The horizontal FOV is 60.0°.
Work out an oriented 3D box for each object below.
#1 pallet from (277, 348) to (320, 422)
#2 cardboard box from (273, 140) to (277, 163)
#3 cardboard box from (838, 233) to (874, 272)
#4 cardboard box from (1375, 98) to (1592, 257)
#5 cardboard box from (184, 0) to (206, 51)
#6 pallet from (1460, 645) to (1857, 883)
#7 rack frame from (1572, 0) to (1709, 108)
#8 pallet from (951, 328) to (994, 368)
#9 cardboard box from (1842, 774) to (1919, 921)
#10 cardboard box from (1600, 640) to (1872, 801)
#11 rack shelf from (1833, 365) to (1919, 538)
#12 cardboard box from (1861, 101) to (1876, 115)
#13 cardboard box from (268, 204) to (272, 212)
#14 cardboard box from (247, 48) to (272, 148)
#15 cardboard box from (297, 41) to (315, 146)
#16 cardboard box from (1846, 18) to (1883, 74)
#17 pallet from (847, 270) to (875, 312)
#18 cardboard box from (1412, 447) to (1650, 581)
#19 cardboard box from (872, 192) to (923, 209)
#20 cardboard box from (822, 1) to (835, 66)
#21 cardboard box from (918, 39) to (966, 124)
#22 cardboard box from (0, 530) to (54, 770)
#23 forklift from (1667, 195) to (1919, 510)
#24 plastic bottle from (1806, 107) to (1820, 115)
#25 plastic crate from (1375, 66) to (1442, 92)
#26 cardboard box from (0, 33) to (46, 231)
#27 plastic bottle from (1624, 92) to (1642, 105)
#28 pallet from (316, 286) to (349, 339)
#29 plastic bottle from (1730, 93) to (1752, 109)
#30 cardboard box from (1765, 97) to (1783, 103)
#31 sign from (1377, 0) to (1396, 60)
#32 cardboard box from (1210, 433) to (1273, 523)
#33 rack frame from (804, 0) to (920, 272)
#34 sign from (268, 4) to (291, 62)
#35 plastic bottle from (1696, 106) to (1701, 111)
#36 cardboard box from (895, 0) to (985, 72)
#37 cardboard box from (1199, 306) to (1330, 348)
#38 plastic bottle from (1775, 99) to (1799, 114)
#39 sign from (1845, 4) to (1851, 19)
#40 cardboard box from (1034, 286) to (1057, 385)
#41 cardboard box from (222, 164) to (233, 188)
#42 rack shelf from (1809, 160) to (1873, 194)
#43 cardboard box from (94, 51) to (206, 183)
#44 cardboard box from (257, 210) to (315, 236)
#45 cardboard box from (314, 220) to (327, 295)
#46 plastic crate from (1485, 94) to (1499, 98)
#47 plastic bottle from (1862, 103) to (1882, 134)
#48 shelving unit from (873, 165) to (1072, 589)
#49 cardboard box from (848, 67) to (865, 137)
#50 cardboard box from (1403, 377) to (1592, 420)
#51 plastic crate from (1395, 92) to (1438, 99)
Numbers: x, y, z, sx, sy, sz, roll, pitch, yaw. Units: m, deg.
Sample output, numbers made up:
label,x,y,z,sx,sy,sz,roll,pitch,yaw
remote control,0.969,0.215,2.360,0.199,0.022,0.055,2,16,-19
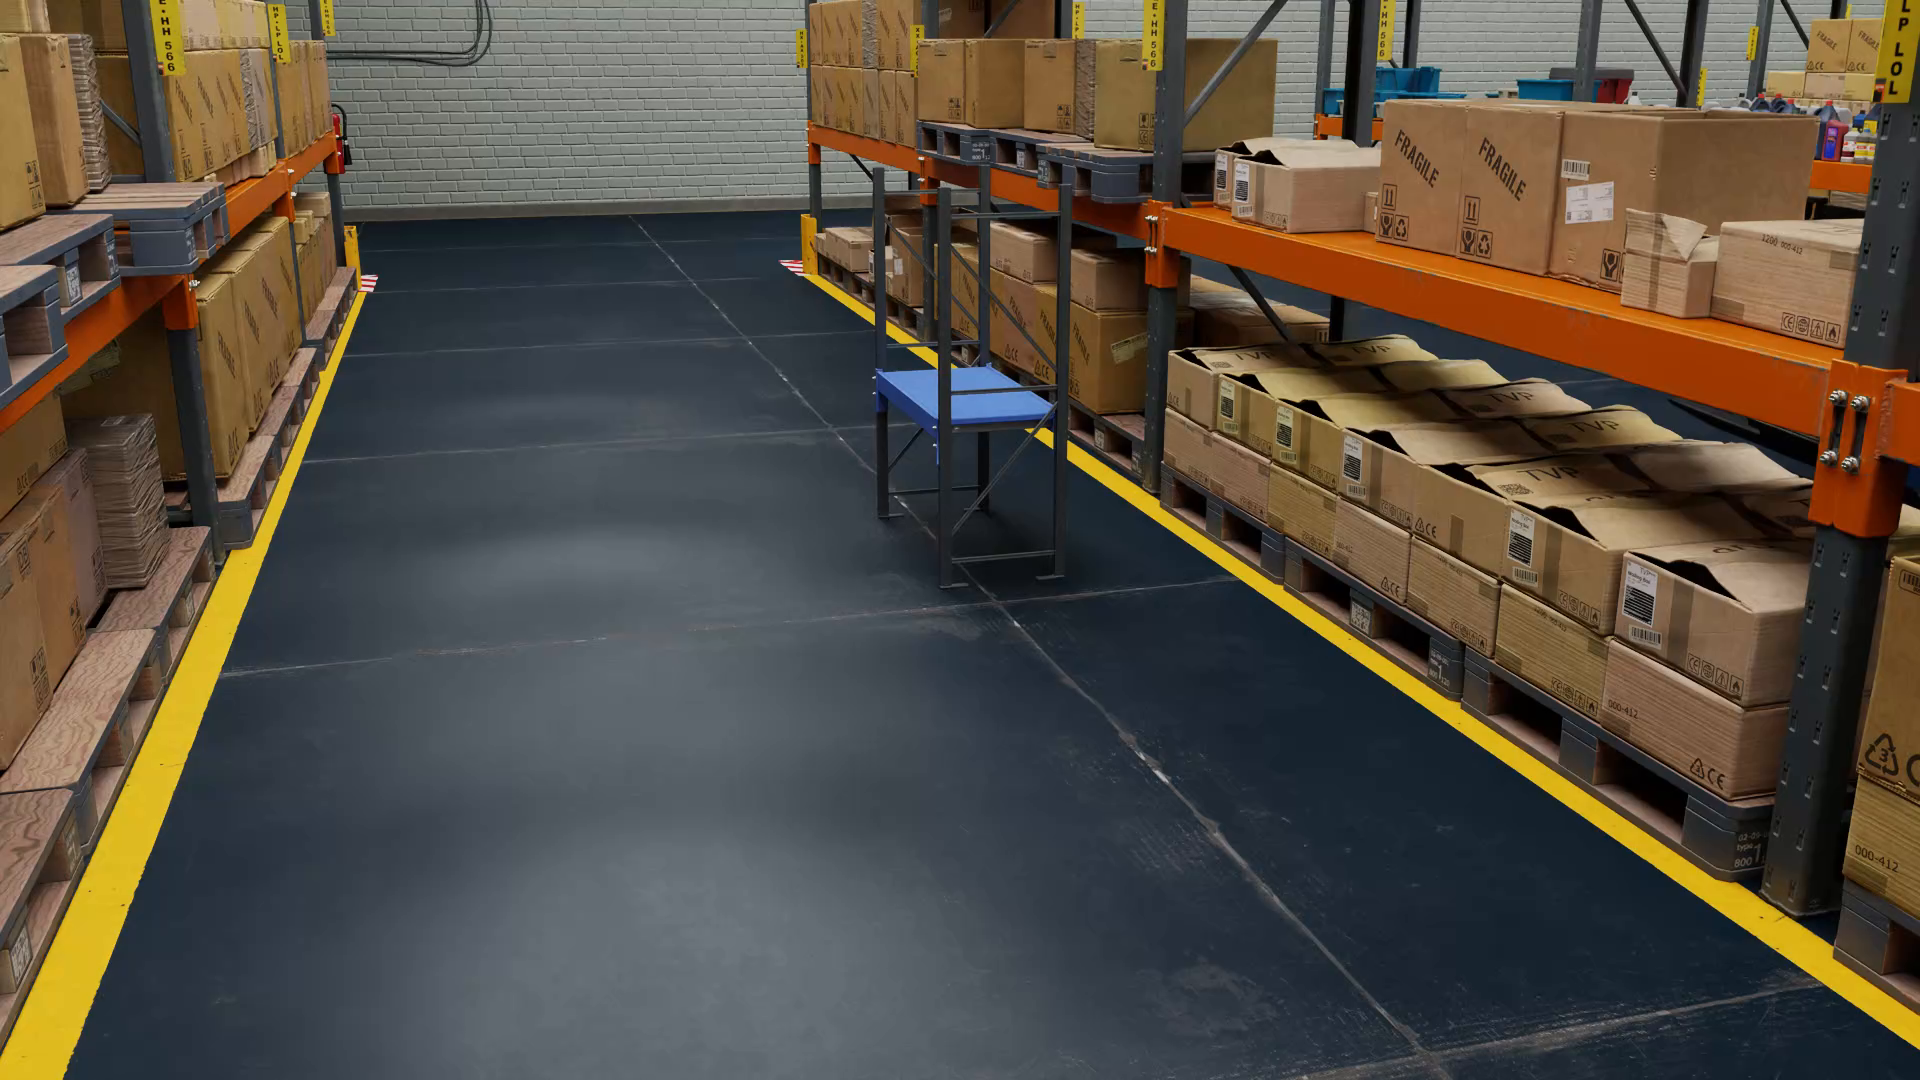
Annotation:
label,x,y,z,sx,sy,sz,roll,pitch,yaw
pallet,-4.232,-0.866,9.469,1.003,0.211,1.213,-5,17,-15
cardboard box,-4.151,-2.227,9.555,0.380,0.149,0.250,-5,17,-15
cardboard box,-0.702,-2.353,13.585,0.500,0.250,0.500,-5,17,-15
cardboard box,1.822,-1.280,5.827,0.500,0.500,0.500,-6,18,-18
cardboard box,-3.442,-2.156,6.888,0.500,0.250,0.500,-5,17,-16
pallet,2.204,0.546,4.768,1.003,0.211,1.213,-5,17,-15
rack frame,5.009,-3.192,12.366,1.000,3.000,0.127,-5,17,-15
pallet,0.506,-1.244,10.728,1.003,0.211,1.213,-5,17,-15
cardboard box,2.280,0.679,3.527,0.500,0.250,0.500,-5,17,-15
cardboard box,2.052,0.435,4.339,0.500,0.250,0.500,-5,17,-16
rack shelf,2.994,0.309,1.961,1.077,0.370,4.000,-5,17,-15
cardboard box,8.808,-4.090,15.792,0.380,0.149,0.250,-5,17,-16
cardboard box,-5.345,-2.454,12.395,0.380,0.149,0.250,-5,17,-15
cardboard box,-3.997,-2.361,8.872,0.500,0.500,0.500,-5,17,-15
cardboard box,-5.054,-3.107,11.560,0.980,0.700,0.700,-6,18,-18
cardboard box,8.830,-4.685,15.775,0.500,0.500,0.500,-5,17,-17
pallet,-0.281,-1.994,13.225,1.003,0.211,1.213,-5,17,-15
cardboard box,1.773,-0.113,5.188,0.500,0.311,0.500,-5,17,-15
cardboard box,-0.467,-2.791,14.609,0.500,0.500,0.500,-5,17,-15
cardboard box,-0.834,-4.147,13.633,0.500,0.500,0.500,-5,17,-15
cardboard box,0.161,-2.902,10.496,0.700,0.500,0.500,-12,20,-34
cardboard box,-2.828,0.305,4.304,0.700,0.500,0.500,-4,17,-15
forklift,4.183,-1.507,6.874,1.130,2.935,3.031,-2,17,-7
plastic bottle,5.704,-2.772,11.181,0.152,0.276,0.135,-5,17,-15
plastic crate,4.182,-4.267,15.776,0.616,0.435,0.499,-5,17,-15
cardboard box,-2.914,-1.089,4.426,0.700,0.500,0.500,-5,17,-15
plastic bottle,4.806,-3.035,11.926,0.144,0.351,0.185,-5,17,-15
pallet,-4.989,-1.628,12.006,1.003,0.211,1.213,-5,17,-15
plastic bottle,5.438,-2.929,11.575,0.144,0.351,0.185,-5,17,-15
cardboard box,8.453,-4.446,16.975,0.380,0.149,0.250,-4,17,-15
sign,1.878,-2.295,7.365,0.100,0.325,0.005,-5,17,-15
cardboard box,1.346,-0.273,6.695,0.500,0.250,0.500,-5,17,-17
rack frame,-0.854,-3.908,14.749,1.000,3.000,0.127,-5,17,-15
sign,-3.997,-2.971,9.755,0.100,0.325,0.005,-5,17,-15
plastic bottle,4.944,-2.756,11.115,0.061,0.283,0.133,-5,17,-15
cardboard box,-0.142,-3.448,11.305,0.500,0.500,0.500,-5,17,-15
cardboard box,1.495,-0.857,8.173,0.500,0.500,0.500,-4,17,-13
plastic bottle,5.182,-2.592,10.453,0.144,0.351,0.185,-5,17,-15
sign,9.198,-5.397,17.282,0.100,0.325,0.005,-5,17,-15
cardboard box,0.720,-1.092,8.955,0.500,0.500,0.500,-5,18,-17
cardboard box,-3.782,-1.798,8.126,0.380,0.149,0.250,-4,17,-14
rack shelf,5.559,-2.295,10.628,1.077,0.370,4.000,-5,17,-15
cardboard box,-3.304,-1.657,6.530,0.500,0.500,0.500,-4,17,-14
cardboard box,-4.685,-2.192,11.524,0.380,0.149,0.250,-5,17,-17
cardboard box,-5.051,-2.056,12.199,0.700,0.500,0.500,-5,18,-17
plastic crate,4.721,-3.700,14.241,0.416,0.233,0.300,-5,17,-15
plastic bottle,5.770,-2.586,10.434,0.144,0.351,0.185,-5,17,-15
shelving unit,0.023,-0.695,6.658,0.538,1.500,1.048,-5,17,-15
cardboard box,-0.567,-3.393,12.859,0.500,0.500,0.500,-4,17,-15
cardboard box,2.011,-0.440,6.277,0.500,0.311,0.500,-5,17,-16
plastic crate,4.023,-3.789,14.538,0.416,0.233,0.300,-5,17,-15
